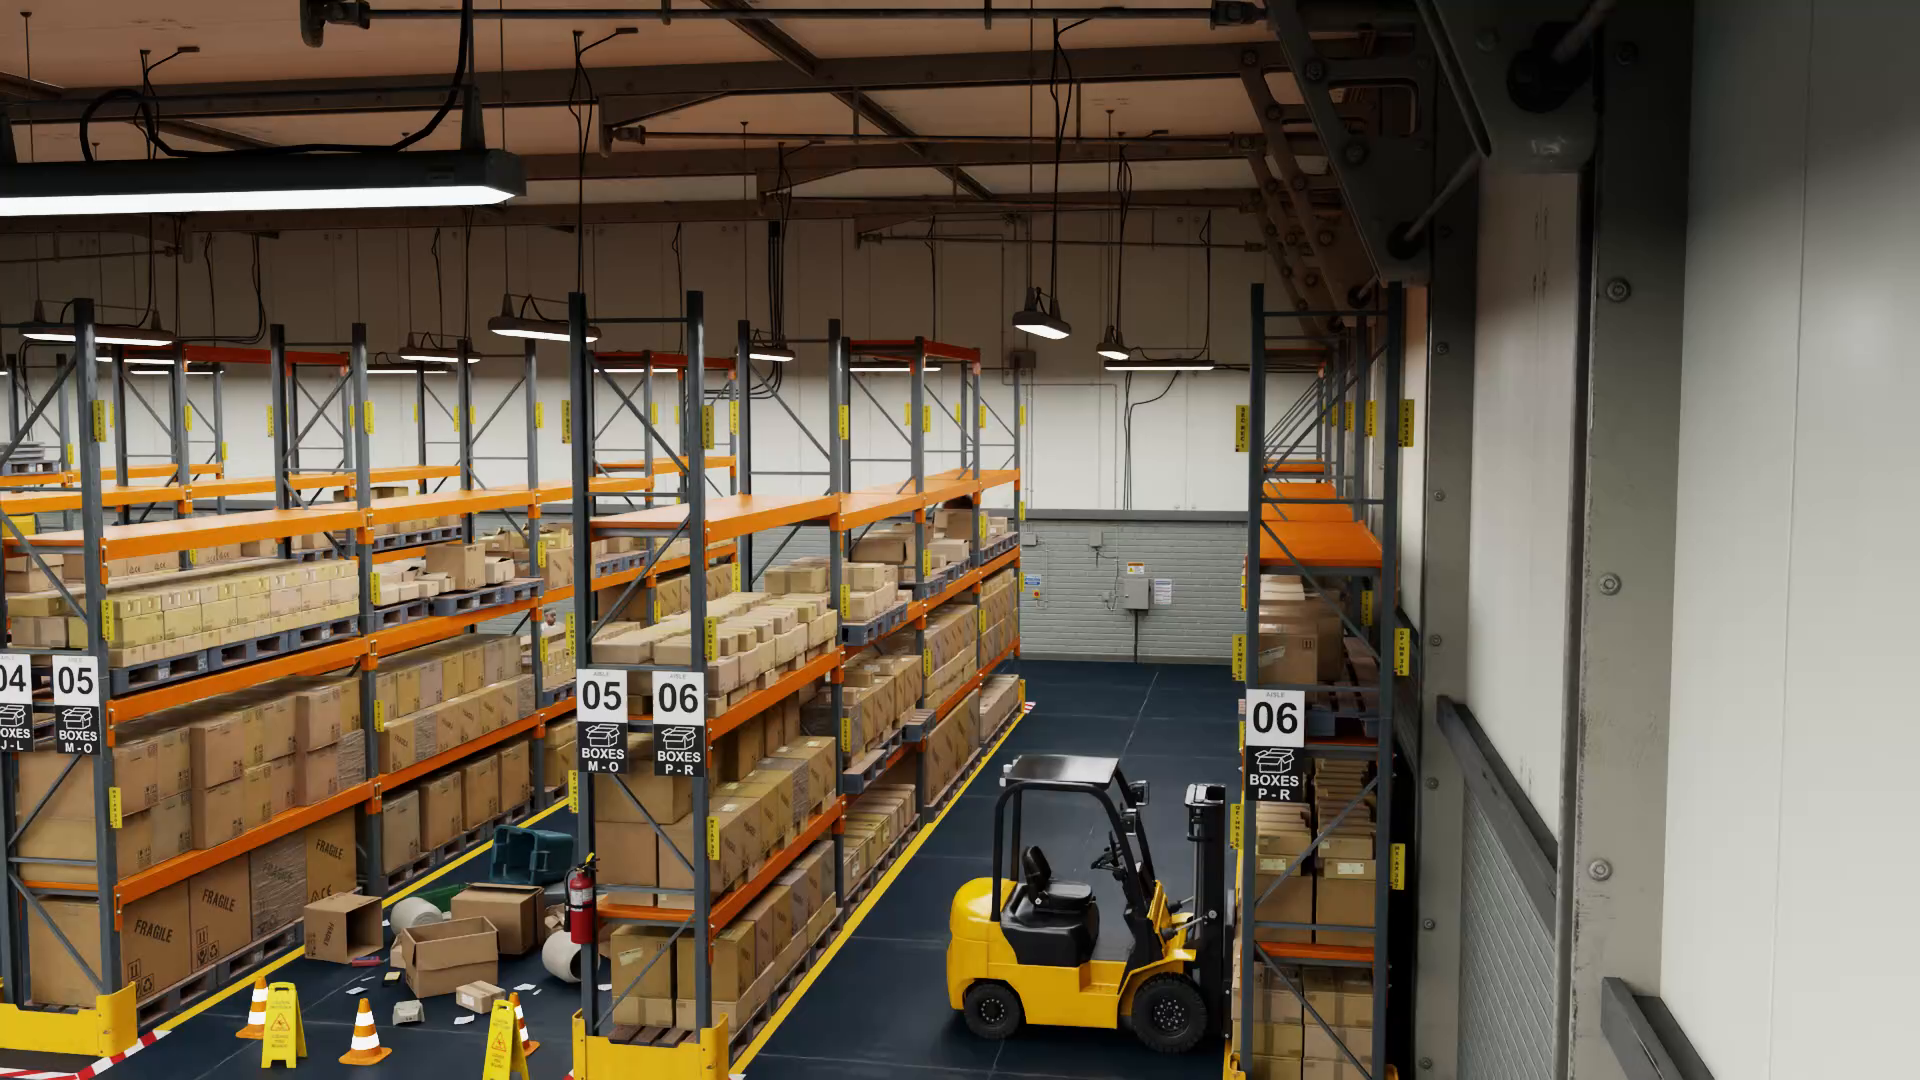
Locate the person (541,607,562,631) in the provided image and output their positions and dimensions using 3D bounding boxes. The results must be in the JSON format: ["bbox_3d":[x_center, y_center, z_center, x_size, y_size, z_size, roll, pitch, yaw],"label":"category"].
[{"bbox_3d":[-6.976,2.002,28.531,0.688,1.729,1.034,1,5,9],"label":"person"}]
